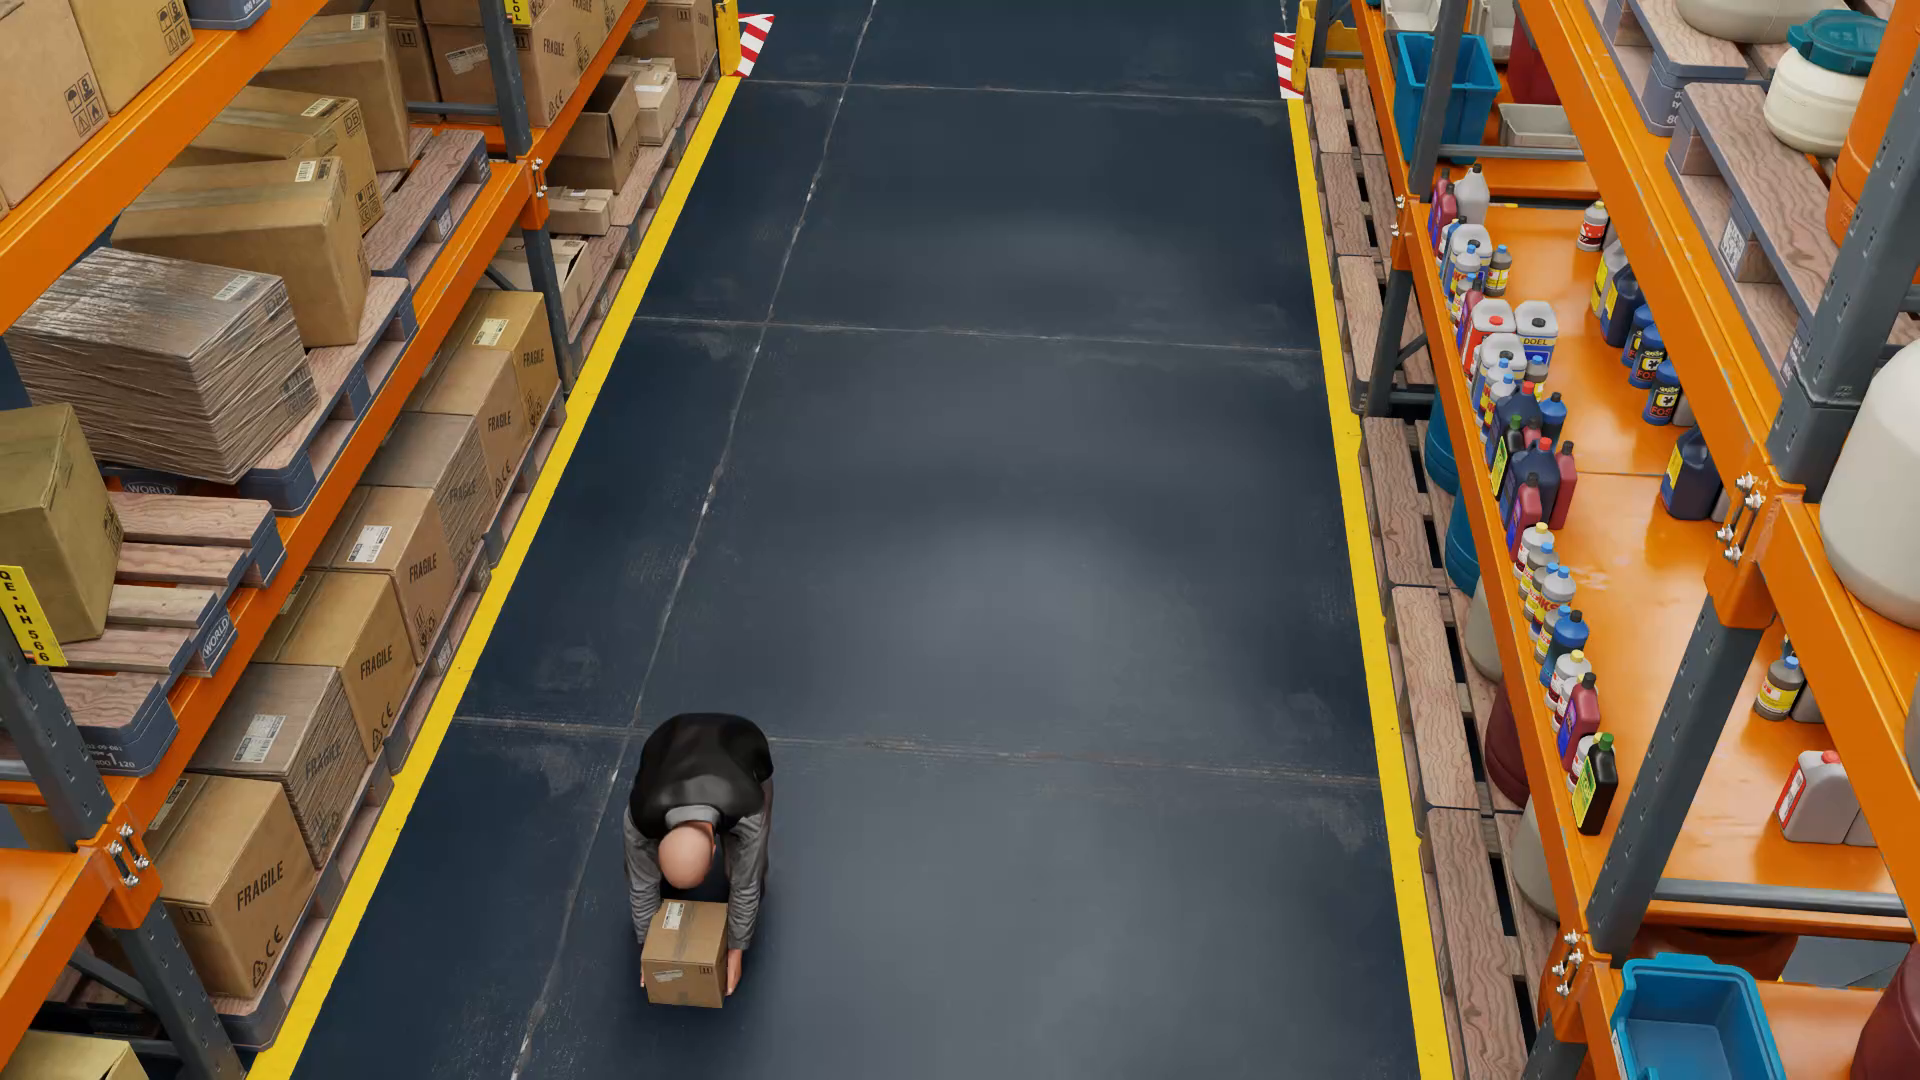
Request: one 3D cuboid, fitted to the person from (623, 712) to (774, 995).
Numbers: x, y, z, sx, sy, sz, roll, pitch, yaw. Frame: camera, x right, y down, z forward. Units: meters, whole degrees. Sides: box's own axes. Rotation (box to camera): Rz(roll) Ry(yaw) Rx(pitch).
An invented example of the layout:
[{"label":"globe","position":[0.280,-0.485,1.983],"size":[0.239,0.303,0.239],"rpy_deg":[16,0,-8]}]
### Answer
[{"label":"person","position":[-0.891,1.021,5.739],"size":[0.521,0.826,0.896],"rpy_deg":[3,40,4]}]
